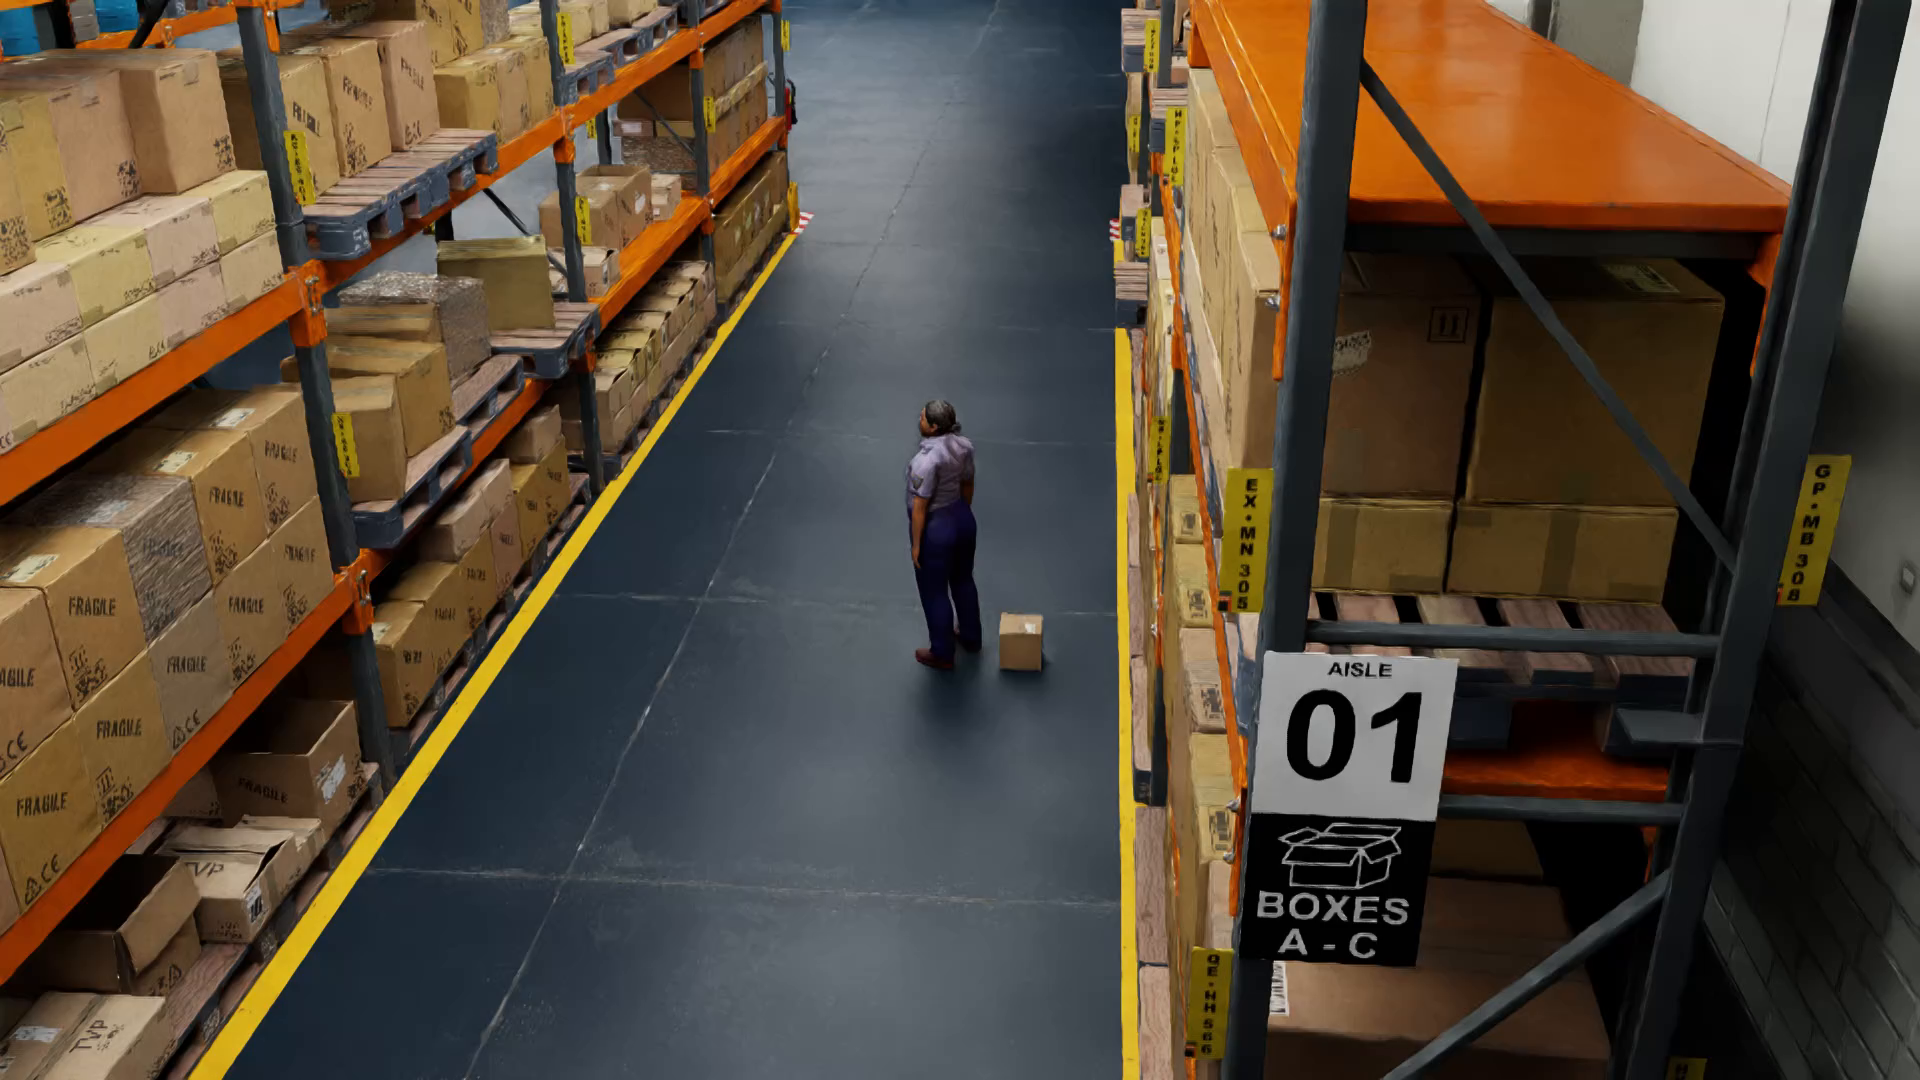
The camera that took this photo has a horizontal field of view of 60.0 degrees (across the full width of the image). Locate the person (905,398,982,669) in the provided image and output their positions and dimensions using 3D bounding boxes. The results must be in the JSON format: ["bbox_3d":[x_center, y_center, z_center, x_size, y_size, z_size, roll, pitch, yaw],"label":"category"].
[{"bbox_3d":[-0.096,-0.059,9.733,0.352,1.653,0.588,19,31,36],"label":"person"}]
